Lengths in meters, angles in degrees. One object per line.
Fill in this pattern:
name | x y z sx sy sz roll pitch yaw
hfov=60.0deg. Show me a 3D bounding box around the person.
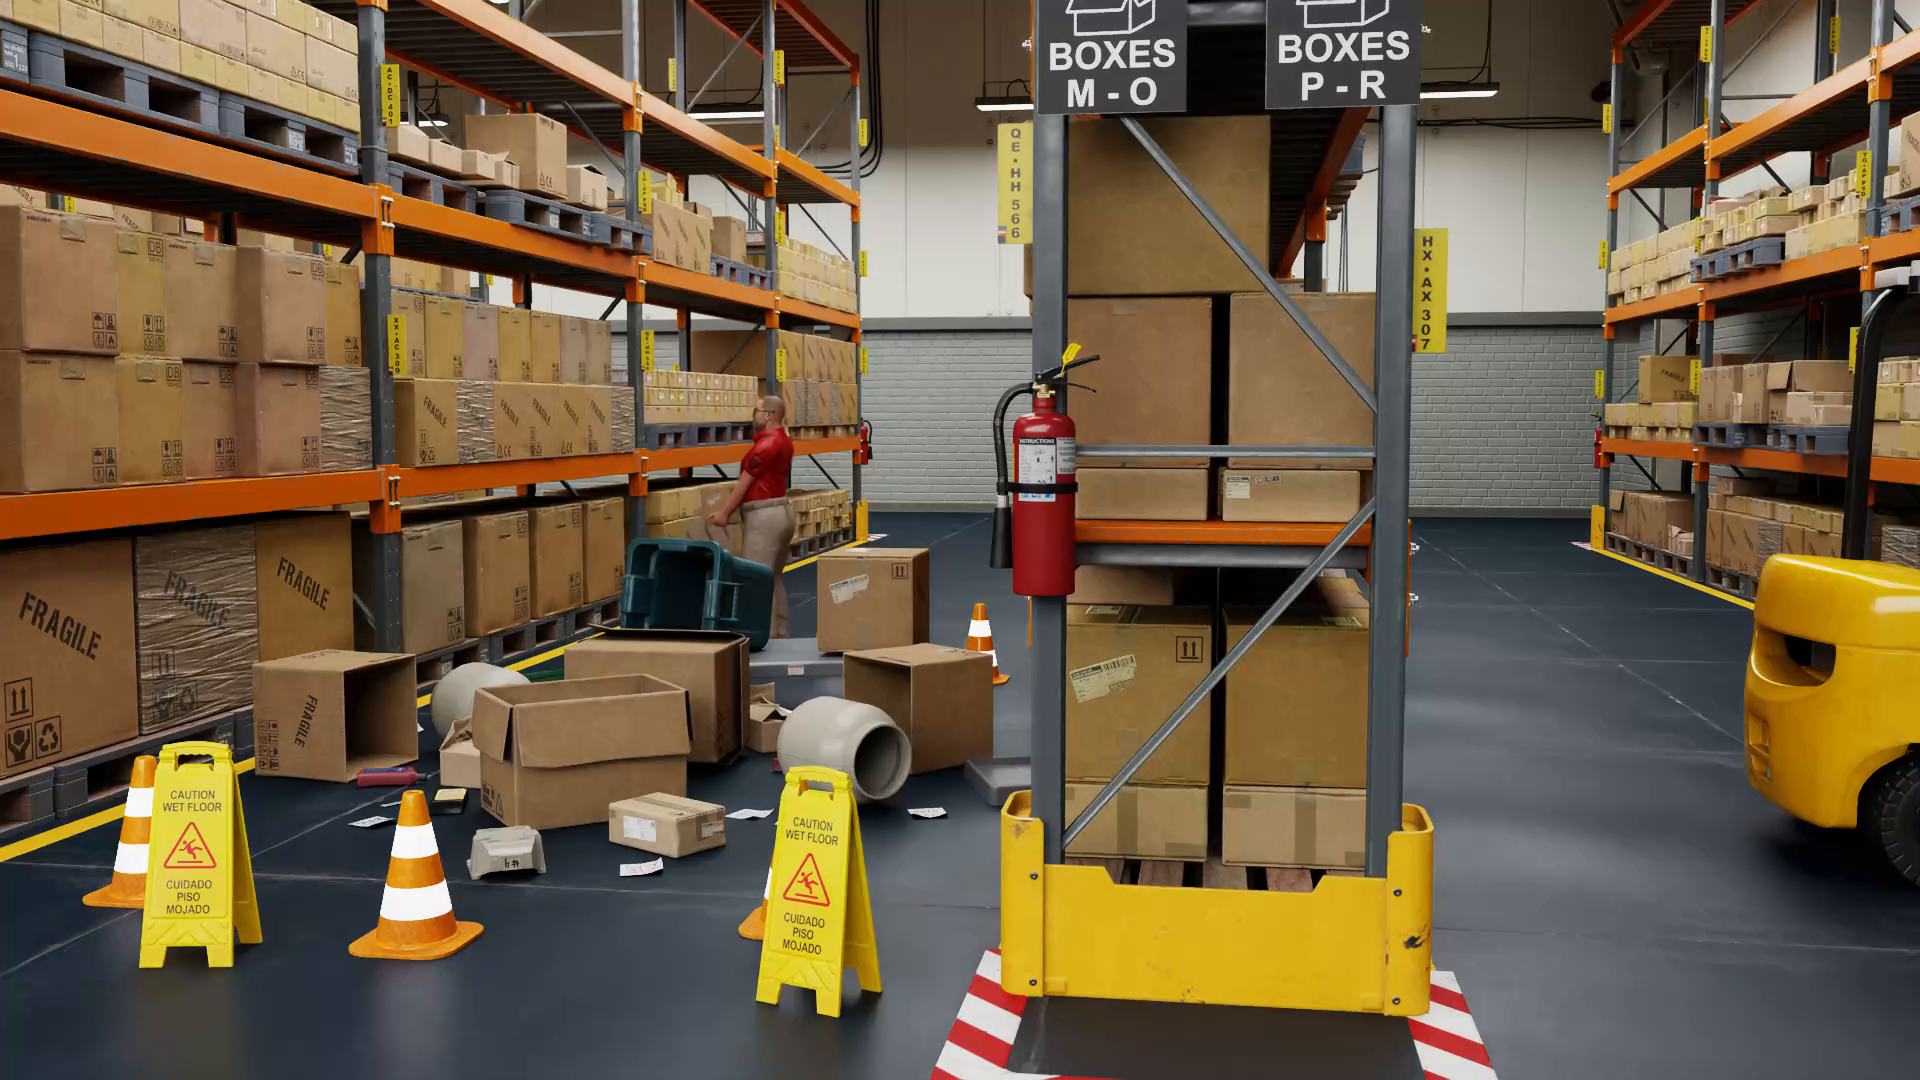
person | -1.367 -0.084 10.900 0.539 1.721 0.492 1 4 9
